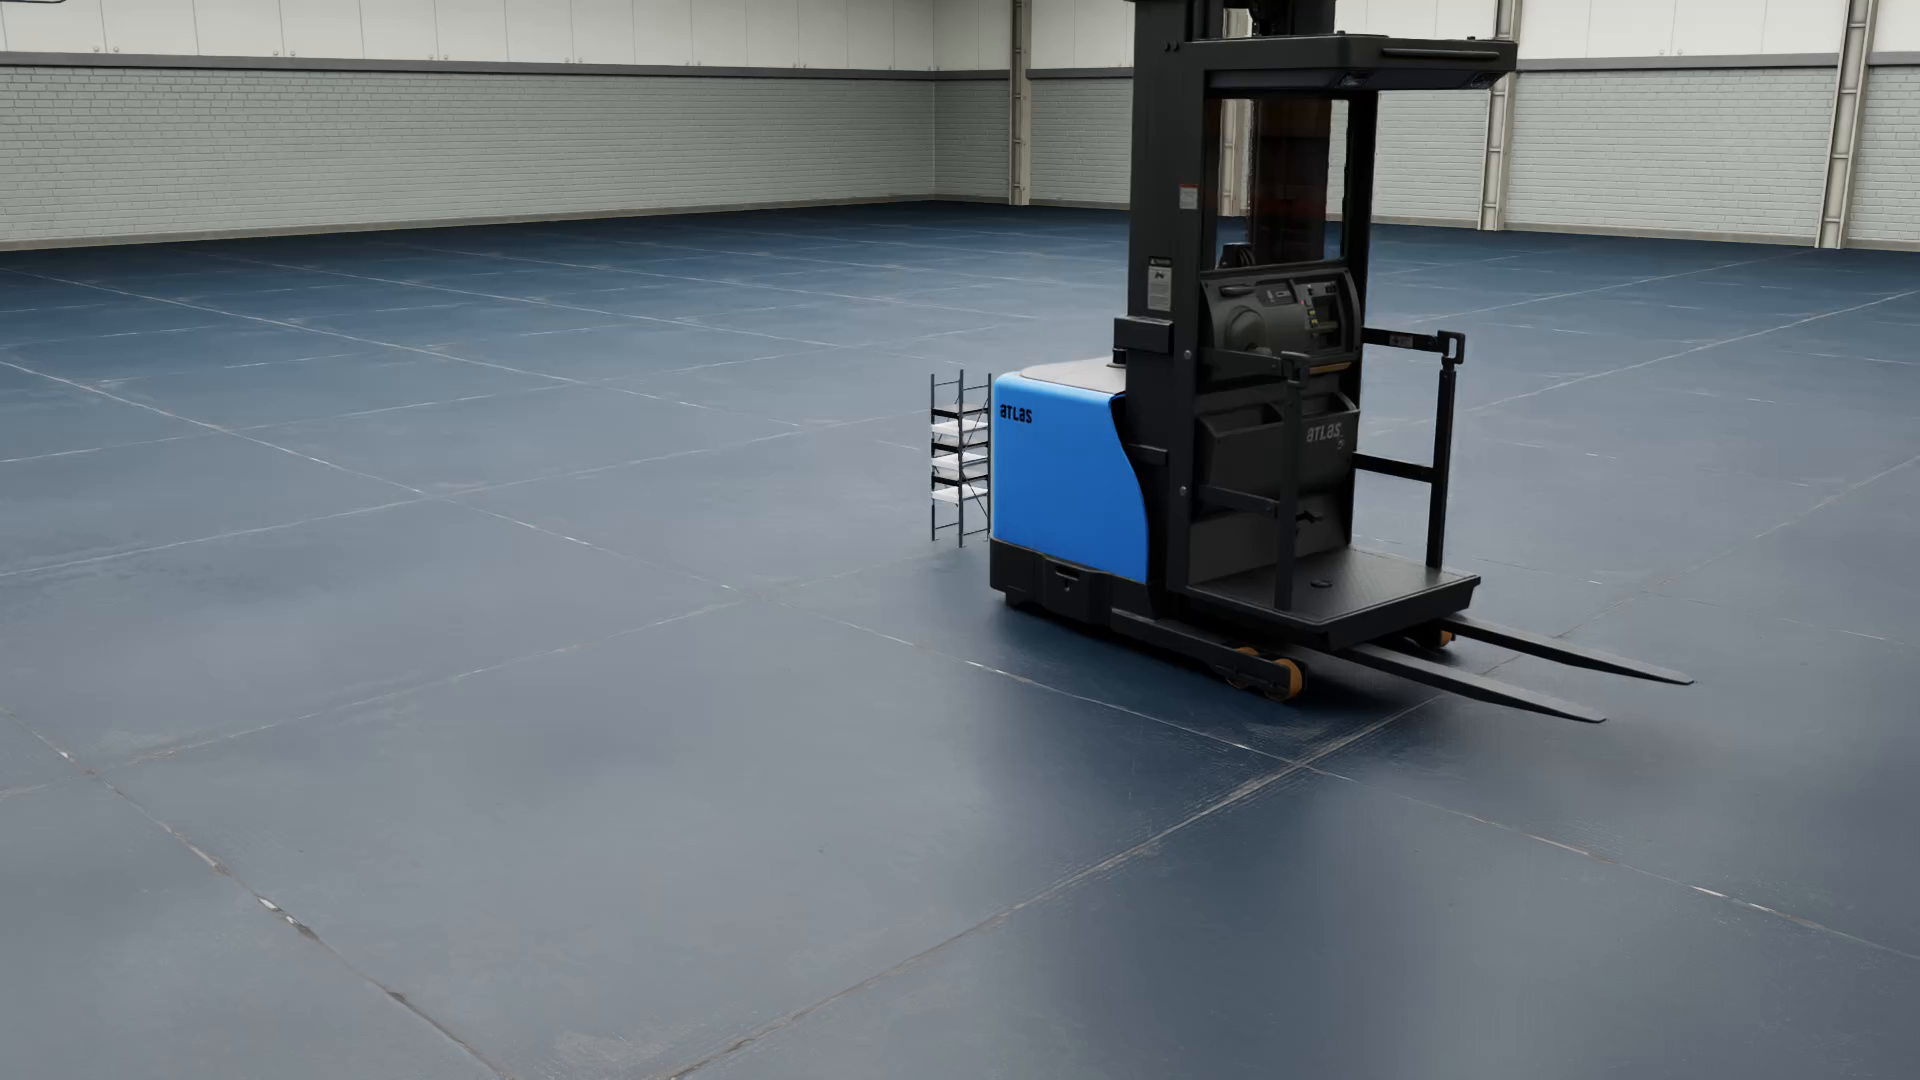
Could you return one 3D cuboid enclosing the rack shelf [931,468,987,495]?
[{"bbox_3d":[0.006,-0.315,8.844,0.200,0.077,0.258,14,20,42],"label":"rack shelf"}]

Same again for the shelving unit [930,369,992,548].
[{"bbox_3d":[0.006,-0.434,8.813,0.210,0.900,0.258,14,20,42],"label":"shelving unit"}]

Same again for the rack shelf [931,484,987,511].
[{"bbox_3d":[0.006,-0.228,8.867,0.200,0.077,0.258,14,20,42],"label":"rack shelf"}]

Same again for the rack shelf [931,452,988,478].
[{"bbox_3d":[0.006,-0.402,8.822,0.200,0.077,0.258,14,20,42],"label":"rack shelf"}]

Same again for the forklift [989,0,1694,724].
[{"bbox_3d":[1.464,-0.929,6.685,1.130,2.935,3.031,-12,19,-38],"label":"forklift"}]

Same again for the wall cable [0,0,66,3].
[{"bbox_3d":[-15.055,-10.735,25.540,0.169,6.003,2.305,14,20,42],"label":"wall cable"}]

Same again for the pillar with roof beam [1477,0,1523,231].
[{"bbox_3d":[7.061,-9.449,27.350,0.400,9.000,9.100,14,20,42],"label":"pillar with roof beam"}]

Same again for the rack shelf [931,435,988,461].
[{"bbox_3d":[0.006,-0.489,8.799,0.200,0.077,0.258,14,20,42],"label":"rack shelf"}]

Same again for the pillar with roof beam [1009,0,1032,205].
[{"bbox_3d":[-1.577,-11.549,35.411,0.400,9.000,9.100,14,20,42],"label":"pillar with roof beam"}]

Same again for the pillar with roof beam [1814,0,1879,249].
[{"bbox_3d":[11.381,-8.399,23.320,0.400,9.000,9.100,14,20,42],"label":"pillar with roof beam"}]

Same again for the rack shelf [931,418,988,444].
[{"bbox_3d":[0.006,-0.576,8.776,0.200,0.077,0.258,14,20,42],"label":"rack shelf"}]

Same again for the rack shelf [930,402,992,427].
[{"bbox_3d":[0.006,-0.663,8.753,0.200,0.077,0.258,14,20,42],"label":"rack shelf"}]

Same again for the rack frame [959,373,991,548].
[{"bbox_3d":[0.079,-0.416,8.745,0.006,0.900,0.240,14,20,42],"label":"rack frame"}]

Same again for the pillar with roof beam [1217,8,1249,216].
[{"bbox_3d":[2.742,-10.499,31.381,0.400,9.000,9.100,14,20,42],"label":"pillar with roof beam"}]

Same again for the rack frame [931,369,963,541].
[{"bbox_3d":[-0.067,-0.452,8.881,0.006,0.900,0.240,14,20,42],"label":"rack frame"}]
